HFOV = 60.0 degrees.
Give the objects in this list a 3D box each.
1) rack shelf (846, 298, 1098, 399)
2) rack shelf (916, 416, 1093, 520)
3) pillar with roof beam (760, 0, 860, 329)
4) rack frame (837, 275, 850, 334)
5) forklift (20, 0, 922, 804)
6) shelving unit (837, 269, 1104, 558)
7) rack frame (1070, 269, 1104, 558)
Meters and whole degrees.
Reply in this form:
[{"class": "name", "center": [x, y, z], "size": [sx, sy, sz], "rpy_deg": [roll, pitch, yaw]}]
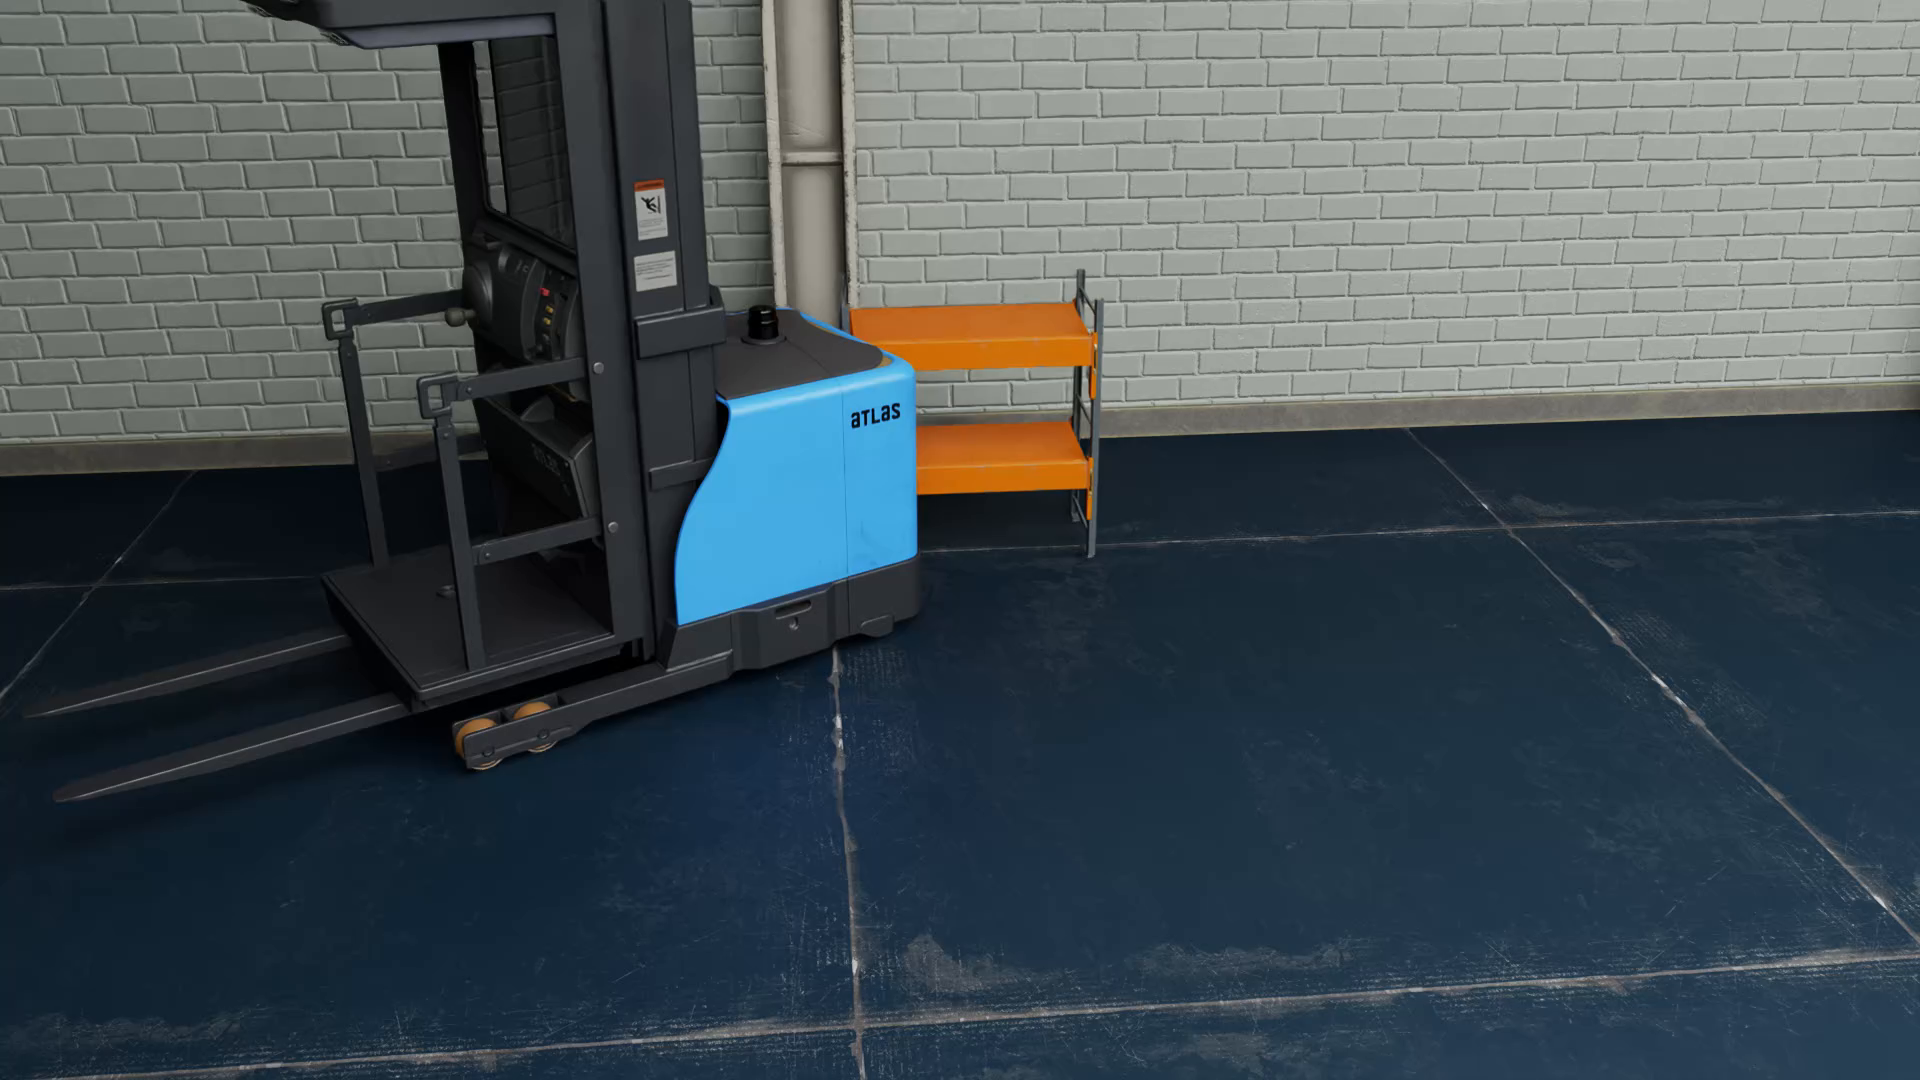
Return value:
[{"class": "rack shelf", "center": [0.030, -0.788, 6.918], "size": [1.000, 0.278, 0.538], "rpy_deg": [-2, 24, -5]}, {"class": "rack shelf", "center": [0.030, -0.297, 7.136], "size": [1.000, 0.278, 0.538], "rpy_deg": [-2, 24, -5]}, {"class": "pillar with roof beam", "center": [-0.254, -2.784, 2.434], "size": [0.400, 9.000, 9.100], "rpy_deg": [-2, 24, -5]}, {"class": "rack frame", "center": [-0.476, -0.501, 6.992], "size": [0.032, 1.125, 0.500], "rpy_deg": [-2, 24, -5]}, {"class": "forklift", "center": [-1.647, -0.819, 5.484], "size": [3.031, 2.935, 1.130], "rpy_deg": [-16, 29, -32]}, {"class": "shelving unit", "center": [0.030, -0.521, 7.037], "size": [1.048, 1.125, 0.538], "rpy_deg": [-2, 24, -5]}, {"class": "rack frame", "center": [0.536, -0.541, 7.081], "size": [0.032, 1.125, 0.500], "rpy_deg": [-2, 24, -5]}]
